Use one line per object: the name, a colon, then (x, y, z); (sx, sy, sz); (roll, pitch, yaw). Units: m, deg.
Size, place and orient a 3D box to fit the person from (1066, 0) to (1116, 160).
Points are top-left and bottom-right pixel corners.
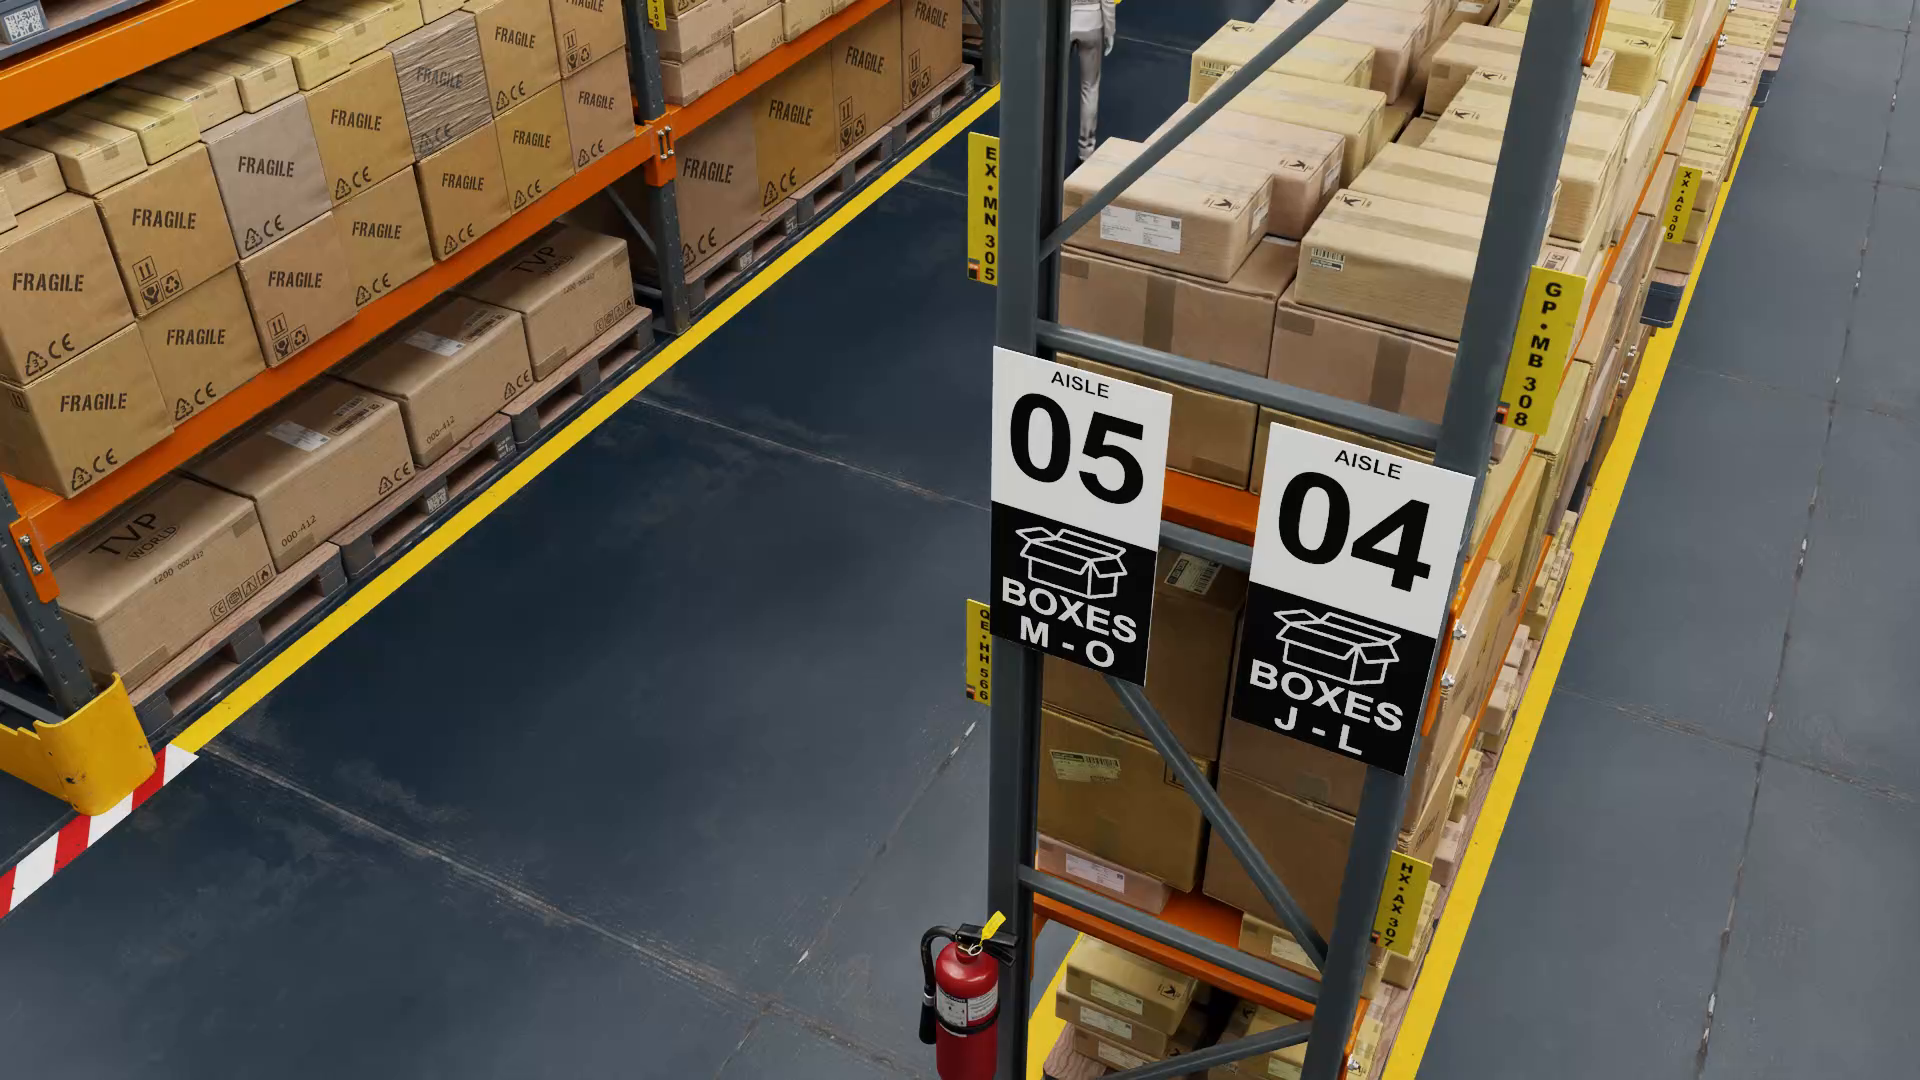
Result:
person: (0.772, -3.357, 10.998); (0.512, 1.662, 0.664); (3, 38, 4)
